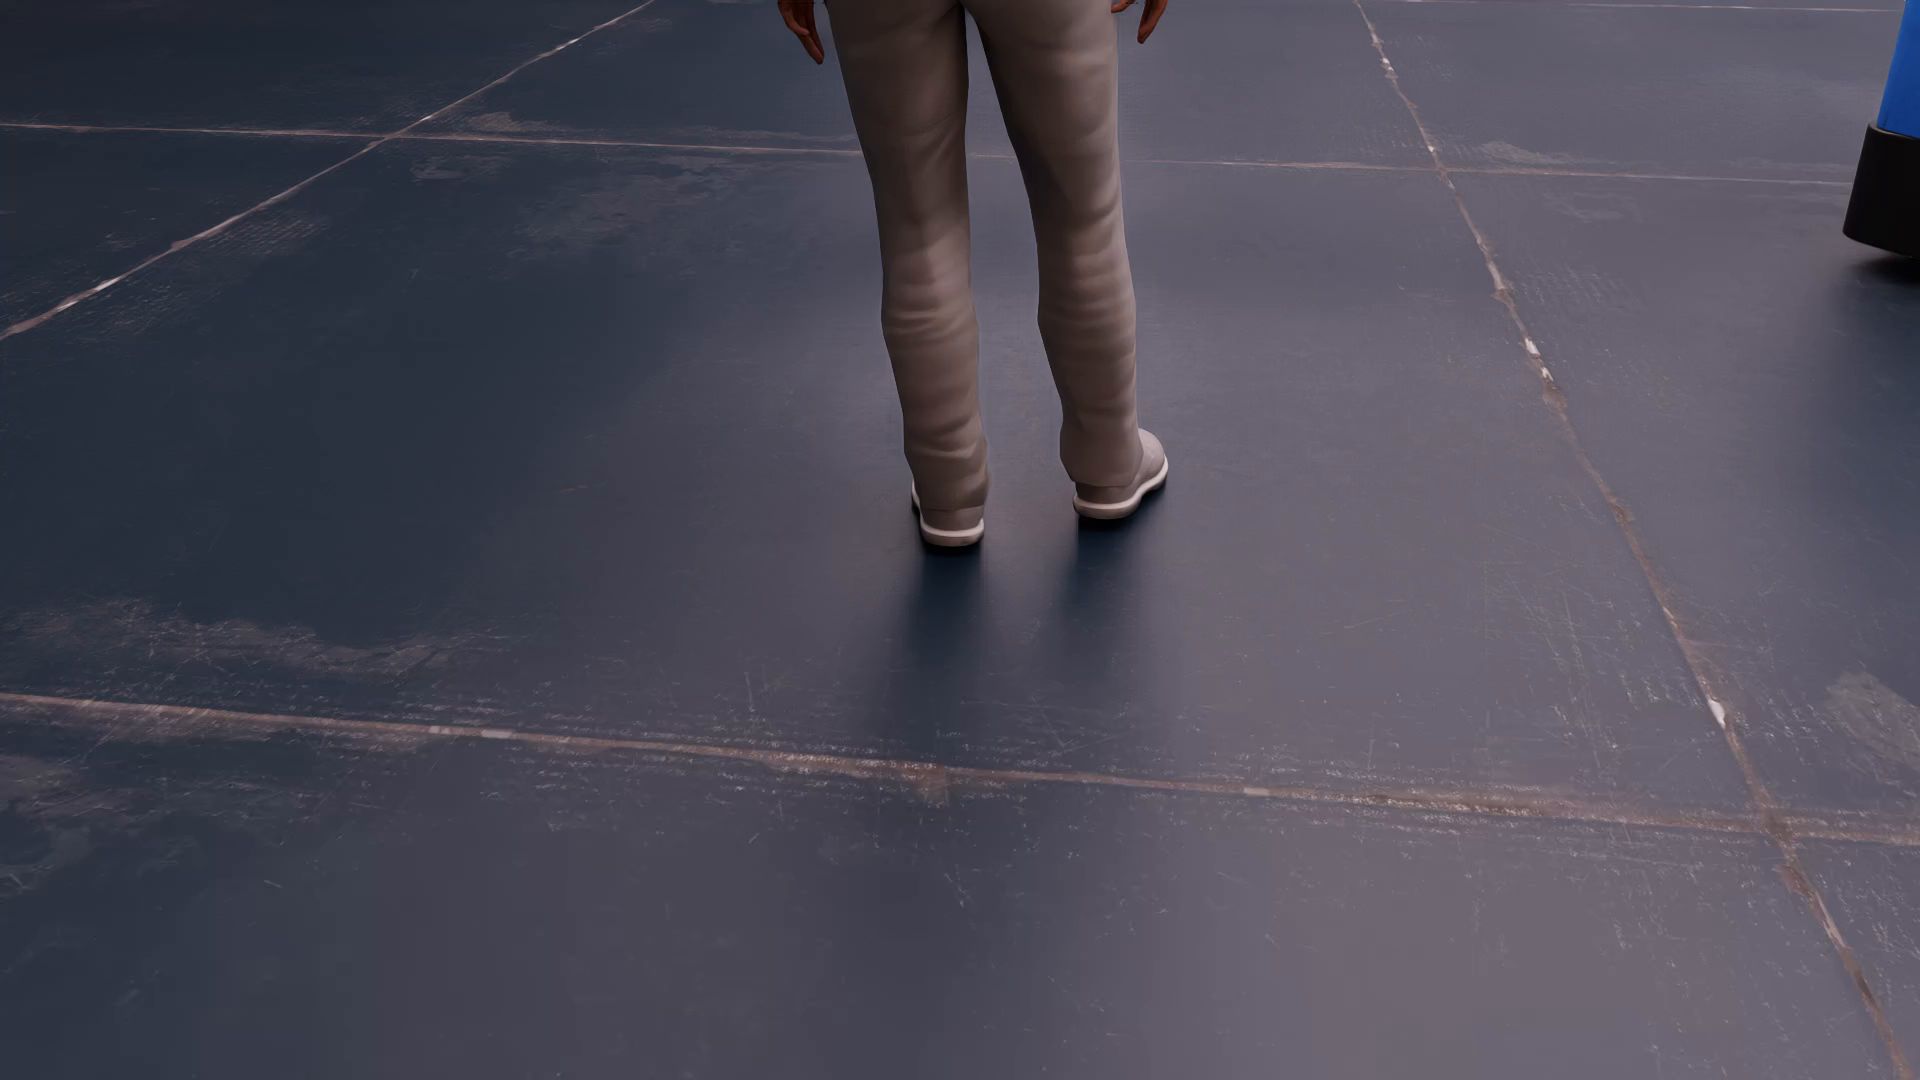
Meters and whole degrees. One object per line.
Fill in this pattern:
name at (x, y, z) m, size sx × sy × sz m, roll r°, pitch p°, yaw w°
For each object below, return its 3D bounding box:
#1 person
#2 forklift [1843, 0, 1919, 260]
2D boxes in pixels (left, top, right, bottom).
person at (0.029, -0.797, 2.183) m, size 0.570 × 1.697 × 0.528 m, roll 3°, pitch 27°, yaw 7°
forklift at (3.520, -2.024, 3.274) m, size 3.031 × 2.935 × 1.130 m, roll -12°, pitch 29°, yaw -23°
